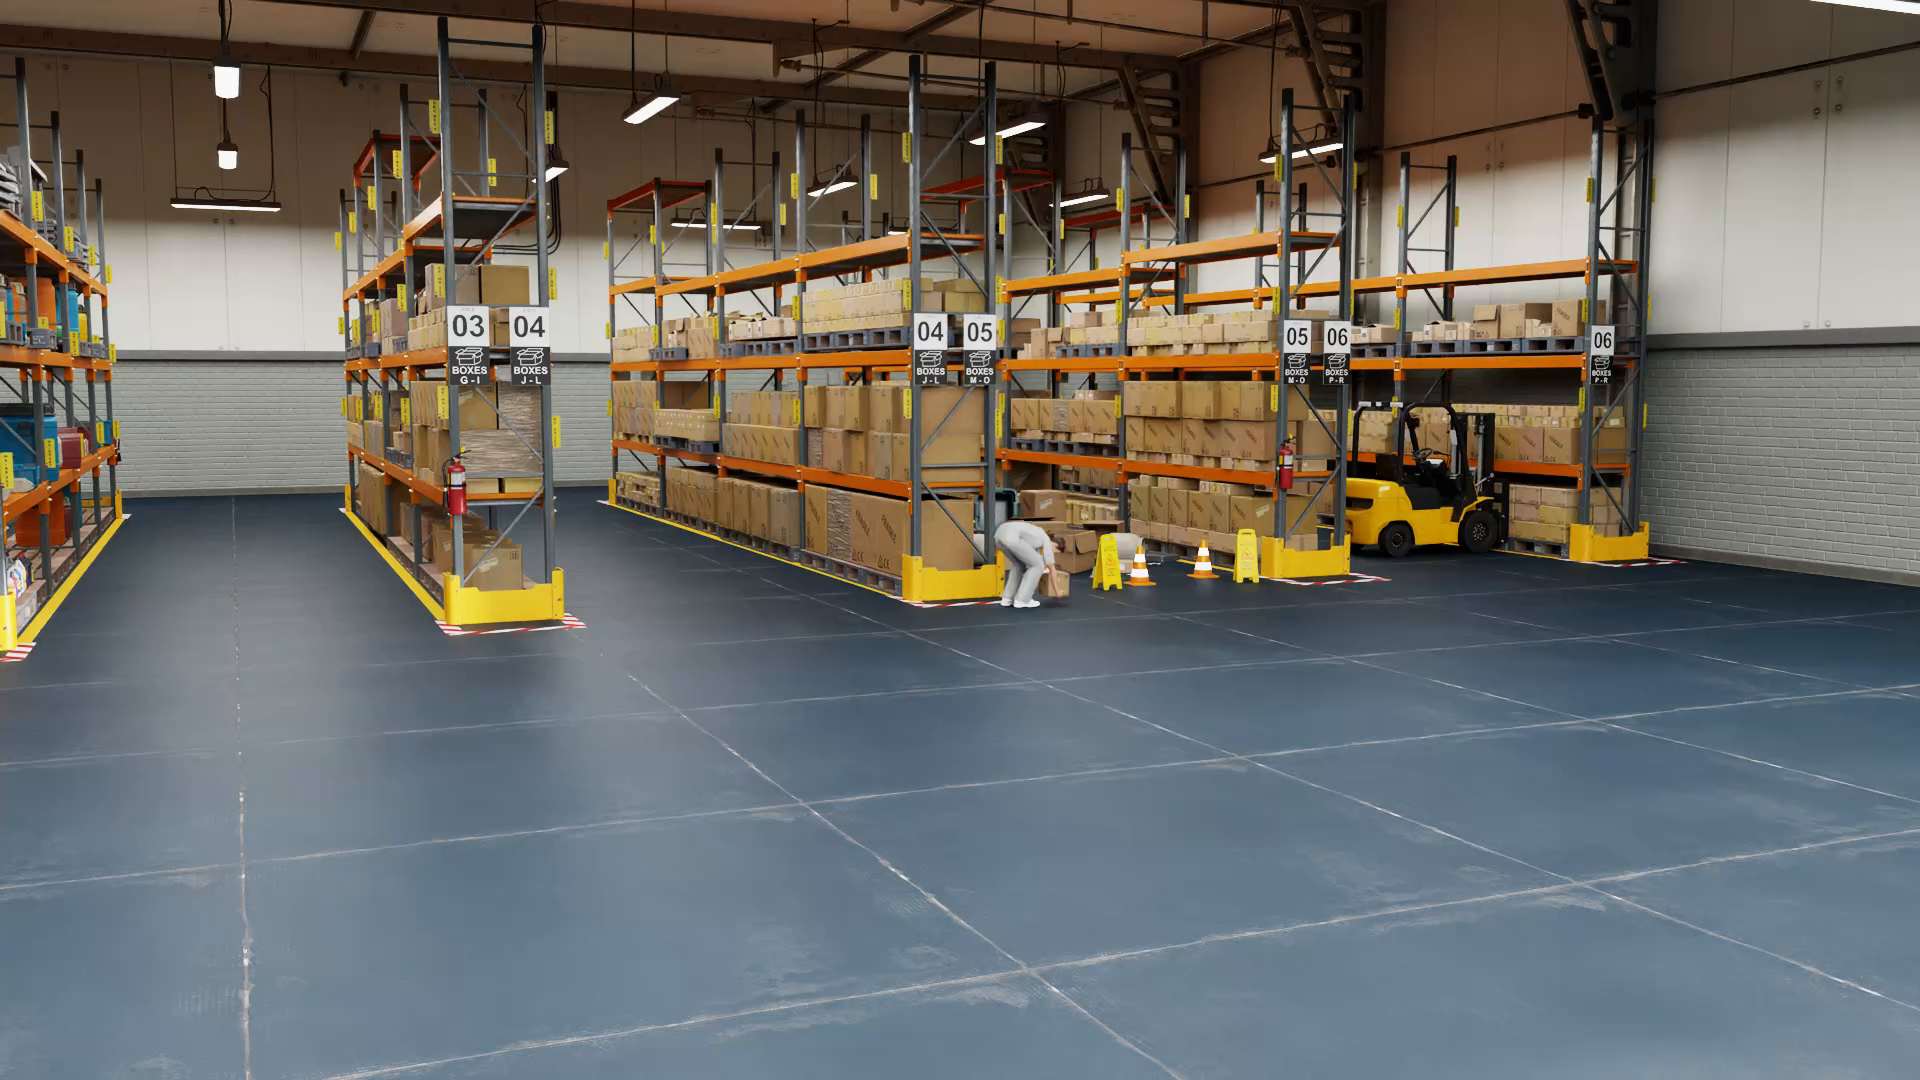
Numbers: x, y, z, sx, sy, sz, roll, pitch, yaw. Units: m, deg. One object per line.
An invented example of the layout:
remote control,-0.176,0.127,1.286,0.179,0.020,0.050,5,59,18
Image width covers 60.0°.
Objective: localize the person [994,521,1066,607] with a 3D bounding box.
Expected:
person,0.775,0.254,18.197,0.852,0.934,0.458,-3,6,-31
